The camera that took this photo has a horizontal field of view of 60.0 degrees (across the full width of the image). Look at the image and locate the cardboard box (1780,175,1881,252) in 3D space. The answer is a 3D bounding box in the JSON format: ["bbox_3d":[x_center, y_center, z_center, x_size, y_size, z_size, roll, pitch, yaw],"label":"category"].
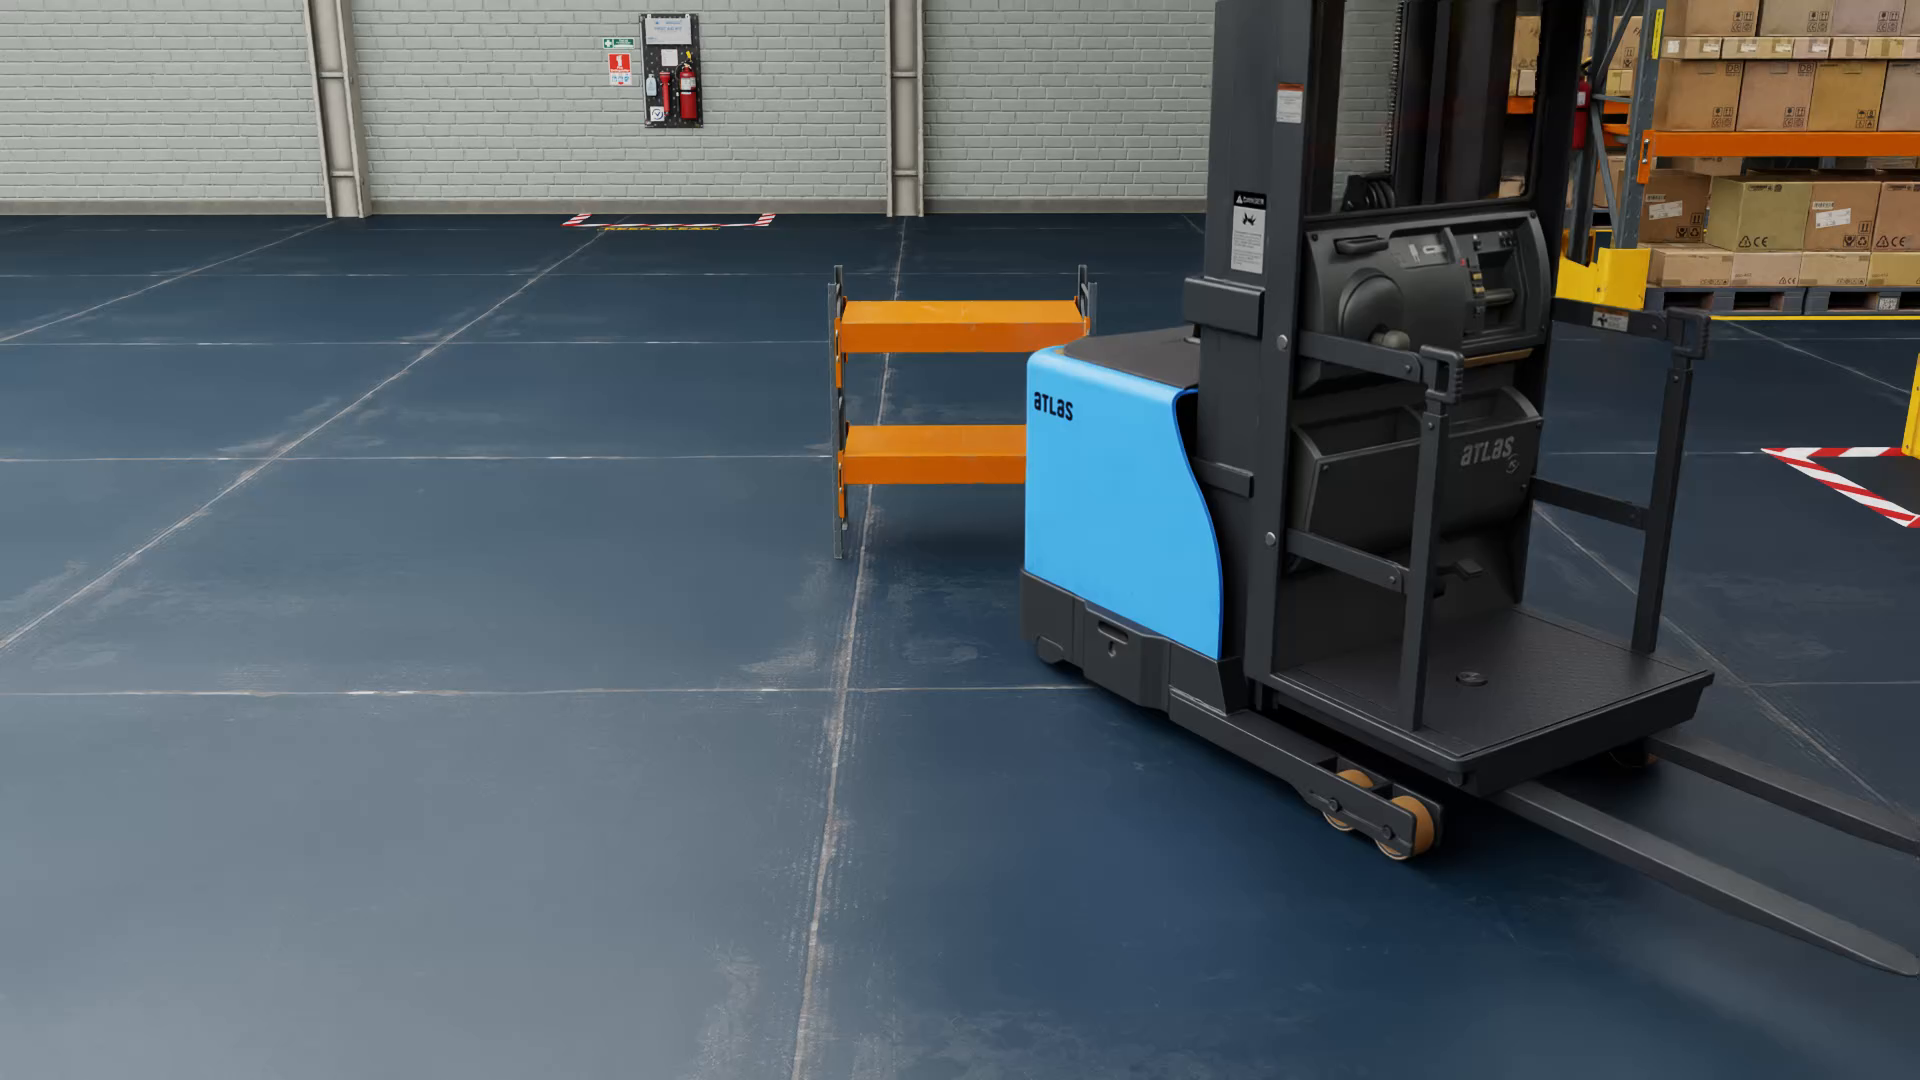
[{"bbox_3d":[6.345,-2.400,12.206,0.500,0.500,0.500,0,18,-1],"label":"cardboard box"}]

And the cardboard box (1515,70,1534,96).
[{"bbox_3d":[5.735,-4.572,16.602,0.500,0.250,0.500,-1,18,-3],"label":"cardboard box"}]

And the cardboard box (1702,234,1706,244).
[{"bbox_3d":[5.837,-2.198,12.804,0.500,0.250,0.500,0,18,-1],"label":"cardboard box"}]

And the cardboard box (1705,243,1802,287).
[{"bbox_3d":[5.845,-2.038,12.303,0.500,0.250,0.500,0,18,-1],"label":"cardboard box"}]

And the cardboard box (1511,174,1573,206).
[{"bbox_3d":[5.987,-3.629,17.133,0.500,0.311,0.500,1,18,4],"label":"cardboard box"}]

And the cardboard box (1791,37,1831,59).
[{"bbox_3d":[5.967,-3.505,11.837,0.250,0.149,0.380,-1,18,-2],"label":"cardboard box"}]

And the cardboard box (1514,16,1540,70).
[{"bbox_3d":[5.700,-4.927,16.480,0.500,0.500,0.500,0,18,-1],"label":"cardboard box"}]

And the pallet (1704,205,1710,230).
[{"bbox_3d":[8.052,-3.399,17.298,1.213,0.211,1.003,0,18,-1],"label":"pallet"}]

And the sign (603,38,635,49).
[{"bbox_3d":[-3.611,-5.256,17.594,0.331,0.109,0.001,0,18,-1],"label":"sign"}]

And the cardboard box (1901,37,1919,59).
[{"bbox_3d":[6.738,-3.509,11.848,0.250,0.149,0.380,0,18,0],"label":"cardboard box"}]

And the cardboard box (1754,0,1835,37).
[{"bbox_3d":[5.851,-3.877,11.935,0.500,0.500,0.700,-1,18,-2],"label":"cardboard box"}]

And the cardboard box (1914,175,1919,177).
[{"bbox_3d":[7.345,-2.404,12.218,0.500,0.500,0.500,0,18,-1],"label":"cardboard box"}]

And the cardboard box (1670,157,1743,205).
[{"bbox_3d":[7.686,-3.743,17.177,0.500,0.500,0.500,-2,18,-5],"label":"cardboard box"}]

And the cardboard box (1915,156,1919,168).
[{"bbox_3d":[9.974,-3.787,17.313,0.500,0.500,0.700,-1,18,-2],"label":"cardboard box"}]

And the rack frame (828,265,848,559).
[{"bbox_3d":[-0.502,-0.533,6.868,0.032,1.125,0.500,0,18,-1],"label":"rack frame"}]

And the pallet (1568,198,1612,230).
[{"bbox_3d":[6.829,-3.392,17.277,1.213,0.211,1.003,0,18,-1],"label":"pallet"}]

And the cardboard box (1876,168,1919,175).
[{"bbox_3d":[7.336,-2.564,12.717,0.500,0.500,0.500,0,18,-1],"label":"cardboard box"}]

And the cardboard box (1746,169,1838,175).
[{"bbox_3d":[6.336,-2.559,12.701,0.500,0.500,0.500,0,18,-1],"label":"cardboard box"}]

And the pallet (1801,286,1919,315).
[{"bbox_3d":[6.786,-1.902,12.632,1.213,0.211,1.003,0,18,-1],"label":"pallet"}]

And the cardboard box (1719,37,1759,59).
[{"bbox_3d":[5.465,-3.503,11.833,0.250,0.149,0.380,-1,18,-2],"label":"cardboard box"}]

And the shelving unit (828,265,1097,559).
[{"bbox_3d":[0.007,-0.536,6.876,1.048,1.125,0.538,0,18,-1],"label":"shelving unit"}]

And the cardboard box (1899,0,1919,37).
[{"bbox_3d":[6.856,-3.882,11.951,0.500,0.500,0.700,0,18,-1],"label":"cardboard box"}]

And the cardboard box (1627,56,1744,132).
[{"bbox_3d":[5.272,-3.255,12.119,0.500,0.500,0.700,0,18,-1],"label":"cardboard box"}]

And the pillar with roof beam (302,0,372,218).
[{"bbox_3d":[-6.521,-6.473,12.495,0.400,9.000,9.100,0,18,-1],"label":"pillar with roof beam"}]

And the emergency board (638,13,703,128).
[{"bbox_3d":[-3.061,-4.960,17.599,0.643,1.169,0.194,0,18,-1],"label":"emergency board"}]

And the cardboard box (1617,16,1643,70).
[{"bbox_3d":[6.732,-4.933,16.501,0.500,0.500,0.500,0,18,1],"label":"cardboard box"}]

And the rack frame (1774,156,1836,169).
[{"bbox_3d":[8.723,-4.741,16.916,0.127,3.000,1.000,0,18,-1],"label":"rack frame"}]

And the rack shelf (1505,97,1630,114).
[{"bbox_3d":[6.723,-4.389,16.996,4.000,0.370,1.077,0,18,-1],"label":"rack shelf"}]

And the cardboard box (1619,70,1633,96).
[{"bbox_3d":[6.750,-4.574,16.610,0.500,0.250,0.500,0,18,0],"label":"cardboard box"}]

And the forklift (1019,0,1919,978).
[{"bbox_3d":[1.437,-0.713,4.473,1.130,2.935,3.031,-11,21,-32],"label":"forklift"}]

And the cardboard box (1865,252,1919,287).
[{"bbox_3d":[6.845,-2.041,12.313,0.500,0.250,0.500,0,18,-1],"label":"cardboard box"}]

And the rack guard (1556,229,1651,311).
[{"bbox_3d":[4.781,-2.018,12.521,0.348,0.500,1.175,0,18,-1],"label":"rack guard"}]

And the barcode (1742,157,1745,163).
[{"bbox_3d":[8.179,-3.983,17.402,0.075,0.075,0.001,0,18,-1],"label":"barcode"}]

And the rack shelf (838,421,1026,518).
[{"bbox_3d":[0.007,-0.303,6.951,1.000,0.278,0.538,0,18,-1],"label":"rack shelf"}]

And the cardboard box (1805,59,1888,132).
[{"bbox_3d":[6.294,-3.259,12.134,0.500,0.500,0.700,0,18,0],"label":"cardboard box"}]
